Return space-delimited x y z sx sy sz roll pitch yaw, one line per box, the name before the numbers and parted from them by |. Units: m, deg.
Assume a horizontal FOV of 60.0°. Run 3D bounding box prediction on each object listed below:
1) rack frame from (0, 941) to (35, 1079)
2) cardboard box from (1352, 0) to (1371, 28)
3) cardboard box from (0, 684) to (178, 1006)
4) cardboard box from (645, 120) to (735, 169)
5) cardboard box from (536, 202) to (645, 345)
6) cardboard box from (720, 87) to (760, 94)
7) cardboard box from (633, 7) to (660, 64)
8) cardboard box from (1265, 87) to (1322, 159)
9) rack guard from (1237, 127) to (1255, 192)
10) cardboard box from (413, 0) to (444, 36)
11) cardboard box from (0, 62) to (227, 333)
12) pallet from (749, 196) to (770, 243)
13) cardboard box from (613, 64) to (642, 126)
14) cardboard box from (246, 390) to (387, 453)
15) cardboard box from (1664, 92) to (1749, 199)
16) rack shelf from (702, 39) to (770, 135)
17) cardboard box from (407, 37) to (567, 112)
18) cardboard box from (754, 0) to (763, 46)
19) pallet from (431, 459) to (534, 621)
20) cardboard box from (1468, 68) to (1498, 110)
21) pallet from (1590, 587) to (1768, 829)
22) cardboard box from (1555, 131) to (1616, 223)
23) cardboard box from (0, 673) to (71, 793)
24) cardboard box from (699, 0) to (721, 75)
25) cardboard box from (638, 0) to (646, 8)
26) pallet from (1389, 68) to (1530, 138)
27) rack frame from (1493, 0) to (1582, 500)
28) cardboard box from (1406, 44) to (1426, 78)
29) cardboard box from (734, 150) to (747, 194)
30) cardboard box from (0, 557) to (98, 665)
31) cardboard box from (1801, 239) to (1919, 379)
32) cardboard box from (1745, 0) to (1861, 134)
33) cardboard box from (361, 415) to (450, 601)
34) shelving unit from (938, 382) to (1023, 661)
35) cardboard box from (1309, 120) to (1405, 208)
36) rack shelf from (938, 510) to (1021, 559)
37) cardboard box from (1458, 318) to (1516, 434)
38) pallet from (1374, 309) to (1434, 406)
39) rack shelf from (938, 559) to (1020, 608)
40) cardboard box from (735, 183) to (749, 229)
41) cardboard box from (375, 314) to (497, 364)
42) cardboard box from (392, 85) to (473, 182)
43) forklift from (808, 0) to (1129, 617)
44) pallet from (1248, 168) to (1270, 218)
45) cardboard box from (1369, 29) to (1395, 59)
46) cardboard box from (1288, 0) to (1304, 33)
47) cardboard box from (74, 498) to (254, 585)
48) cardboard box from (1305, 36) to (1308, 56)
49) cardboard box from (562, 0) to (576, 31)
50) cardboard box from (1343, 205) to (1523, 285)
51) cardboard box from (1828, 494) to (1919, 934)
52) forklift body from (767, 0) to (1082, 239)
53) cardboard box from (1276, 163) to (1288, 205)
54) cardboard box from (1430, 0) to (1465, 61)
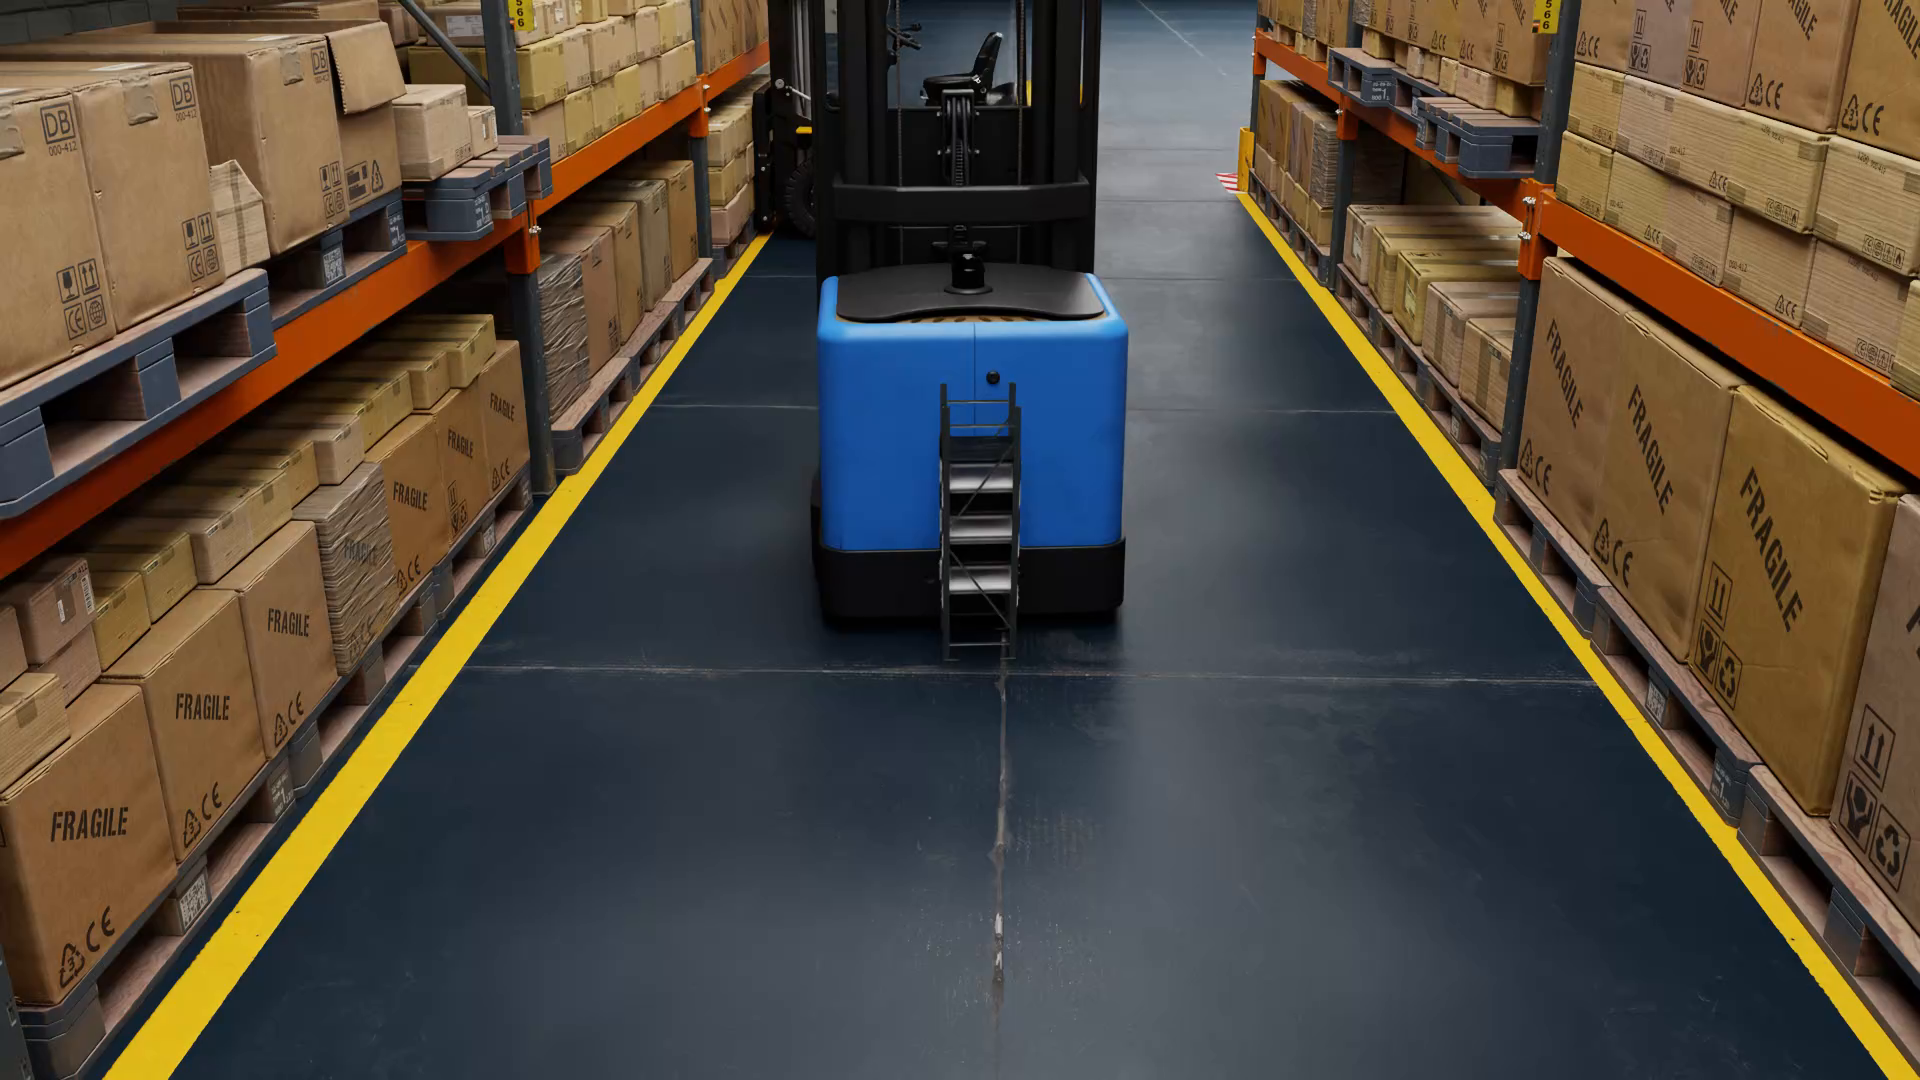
rack frame | -2.339 -0.157 2.786 0.949 2.616 0.053 1 21 2
cardboard box | 2.562 -3.211 9.527 0.500 0.500 0.500 1 21 3
cardboard box | -2.103 0.640 3.607 0.500 0.500 0.500 2 21 4
cardboard box | -1.771 -2.601 10.924 0.500 0.250 0.500 0 21 1
cardboard box | -2.156 -1.397 8.685 0.875 0.625 0.625 0 21 -1
cardboard box | -1.695 -3.338 12.825 0.500 0.250 0.500 1 21 2
cardboard box | -1.888 -2.661 8.757 0.500 0.250 0.500 1 21 3
cardboard box | 2.671 -3.220 12.864 0.500 0.500 0.500 0 21 0
rack guard | 2.982 -3.249 14.213 1.175 0.500 0.348 1 21 2
cardboard box | -2.448 -2.261 7.174 0.380 0.149 0.250 1 21 2
cardboard box | -2.088 -0.759 3.619 0.700 0.500 0.500 1 21 2
pallet | -1.999 -2.479 12.625 1.003 0.211 1.213 1 21 2
cardboard box | -1.917 -2.247 8.379 0.500 0.250 0.500 1 21 3
cardboard box | -2.073 -0.376 5.329 0.380 0.149 0.250 0 21 1
cardboard box | 2.434 -1.166 4.902 0.500 0.250 0.500 1 21 1
rack shelf | -2.038 -3.437 12.235 1.077 0.370 4.000 1 21 2
cardboard box | -1.938 -1.924 6.856 0.500 0.250 0.500 1 21 2
cardboard box | -1.770 -3.989 12.524 0.500 0.500 0.500 0 21 1
pallet | -2.281 -0.033 6.323 1.003 0.211 1.213 1 21 2
cardboard box | 2.414 -1.939 7.146 0.380 0.149 0.250 0 21 1
pallet | 2.602 0.474 5.014 1.003 0.211 1.213 1 21 2
cardboard box | 2.474 -1.306 5.955 0.500 0.250 0.500 0 21 1
cardboard box | -2.066 0.384 3.372 0.380 0.149 0.250 2 21 4
cardboard box | -1.825 -3.254 10.629 0.500 0.500 0.500 0 21 0
cardboard box | -1.883 -2.900 8.822 0.380 0.149 0.250 0 21 0
pallet | 2.760 -2.177 8.257 1.003 0.211 1.213 1 21 2
rack frame | 2.741 -1.550 6.376 1.000 3.000 0.127 1 21 2
cardboard box | 2.462 -2.407 8.354 0.380 0.149 0.250 1 21 4
cardboard box | -1.763 -2.550 11.484 0.500 0.250 0.500 1 21 1
cardboard box | -2.106 0.150 3.562 0.380 0.149 0.250 0 21 -1
cardboard box | 2.432 -0.565 4.046 0.500 0.250 0.500 0 21 0
cardboard box | 2.426 -1.338 4.311 0.500 0.500 0.500 1 21 2
cardboard box | -2.058 -0.108 5.536 0.500 0.500 0.500 2 21 4
shelving unit | 0.061 -0.051 5.394 0.258 0.900 0.210 -1 26 -3
cardboard box | 2.612 -2.476 10.949 0.500 0.500 0.500 0 21 1
rack shelf | 0.061 -0.021 5.408 0.258 0.077 0.200 -1 26 -3
cardboard box | 2.768 -0.725 7.302 0.950 0.372 0.625 -1 21 -2
pallet | 2.806 -0.972 8.743 1.003 0.211 1.213 1 21 2
rack shelf | 0.060 0.141 5.488 0.258 0.077 0.200 -1 26 -3
cardboard box | -1.753 -2.318 11.578 0.500 0.250 0.500 0 21 0
cardboard box | -1.983 -0.755 6.305 0.380 0.149 0.250 0 21 -1
cardboard box | -1.929 -1.344 5.473 0.500 0.250 0.500 0 21 -1
forklift | -0.034 -1.591 6.578 1.130 2.935 3.031 -1 21 -3
pallet | 2.922 -2.821 13.509 1.003 0.211 1.213 1 21 2
cardboard box | 2.513 -2.788 9.335 0.380 0.149 0.250 1 21 3
cardboard box | 2.658 -3.904 11.894 0.500 0.500 0.500 0 21 1
cardboard box | -2.098 0.000 4.359 0.380 0.149 0.250 1 21 1
cardboard box | 2.633 -3.458 11.642 0.380 0.149 0.250 0 21 1
cardboard box | -1.932 -2.348 7.400 0.380 0.149 0.250 1 21 2
cardboard box | 2.849 -1.777 10.014 0.950 0.372 0.625 1 21 2
cardboard box | 2.558 0.466 3.537 0.875 0.875 0.875 1 21 3
forklift body | -0.212 -3.394 12.303 2.313 2.155 1.214 1 21 2
cardboard box | 2.656 -2.686 12.525 0.500 0.250 0.500 2 21 5
cardboard box | 2.496 -2.468 7.613 0.500 0.500 0.500 -1 21 -2
